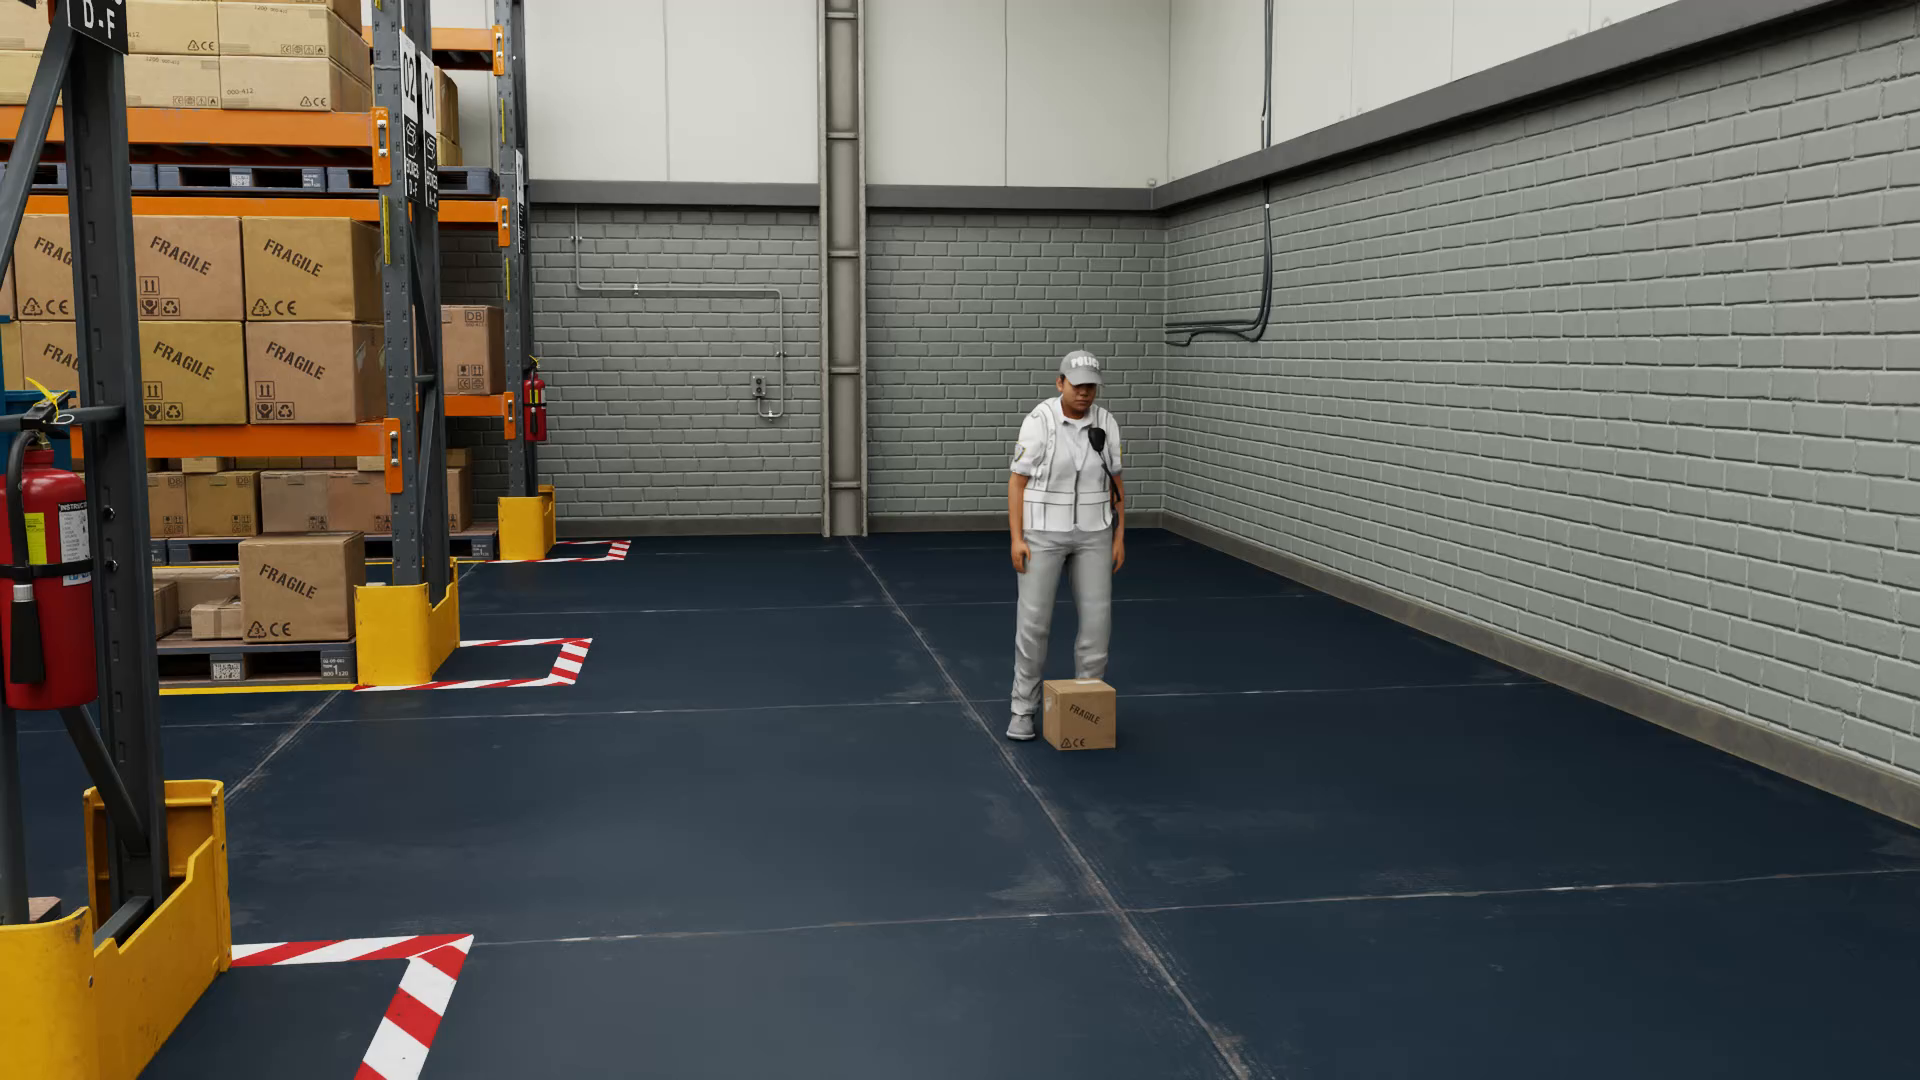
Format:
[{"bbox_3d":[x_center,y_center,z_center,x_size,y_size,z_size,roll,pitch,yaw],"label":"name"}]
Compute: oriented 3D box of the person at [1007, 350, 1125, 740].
[{"bbox_3d":[0.459,0.013,7.201,0.554,1.665,0.467,-1,7,-12],"label":"person"}]
